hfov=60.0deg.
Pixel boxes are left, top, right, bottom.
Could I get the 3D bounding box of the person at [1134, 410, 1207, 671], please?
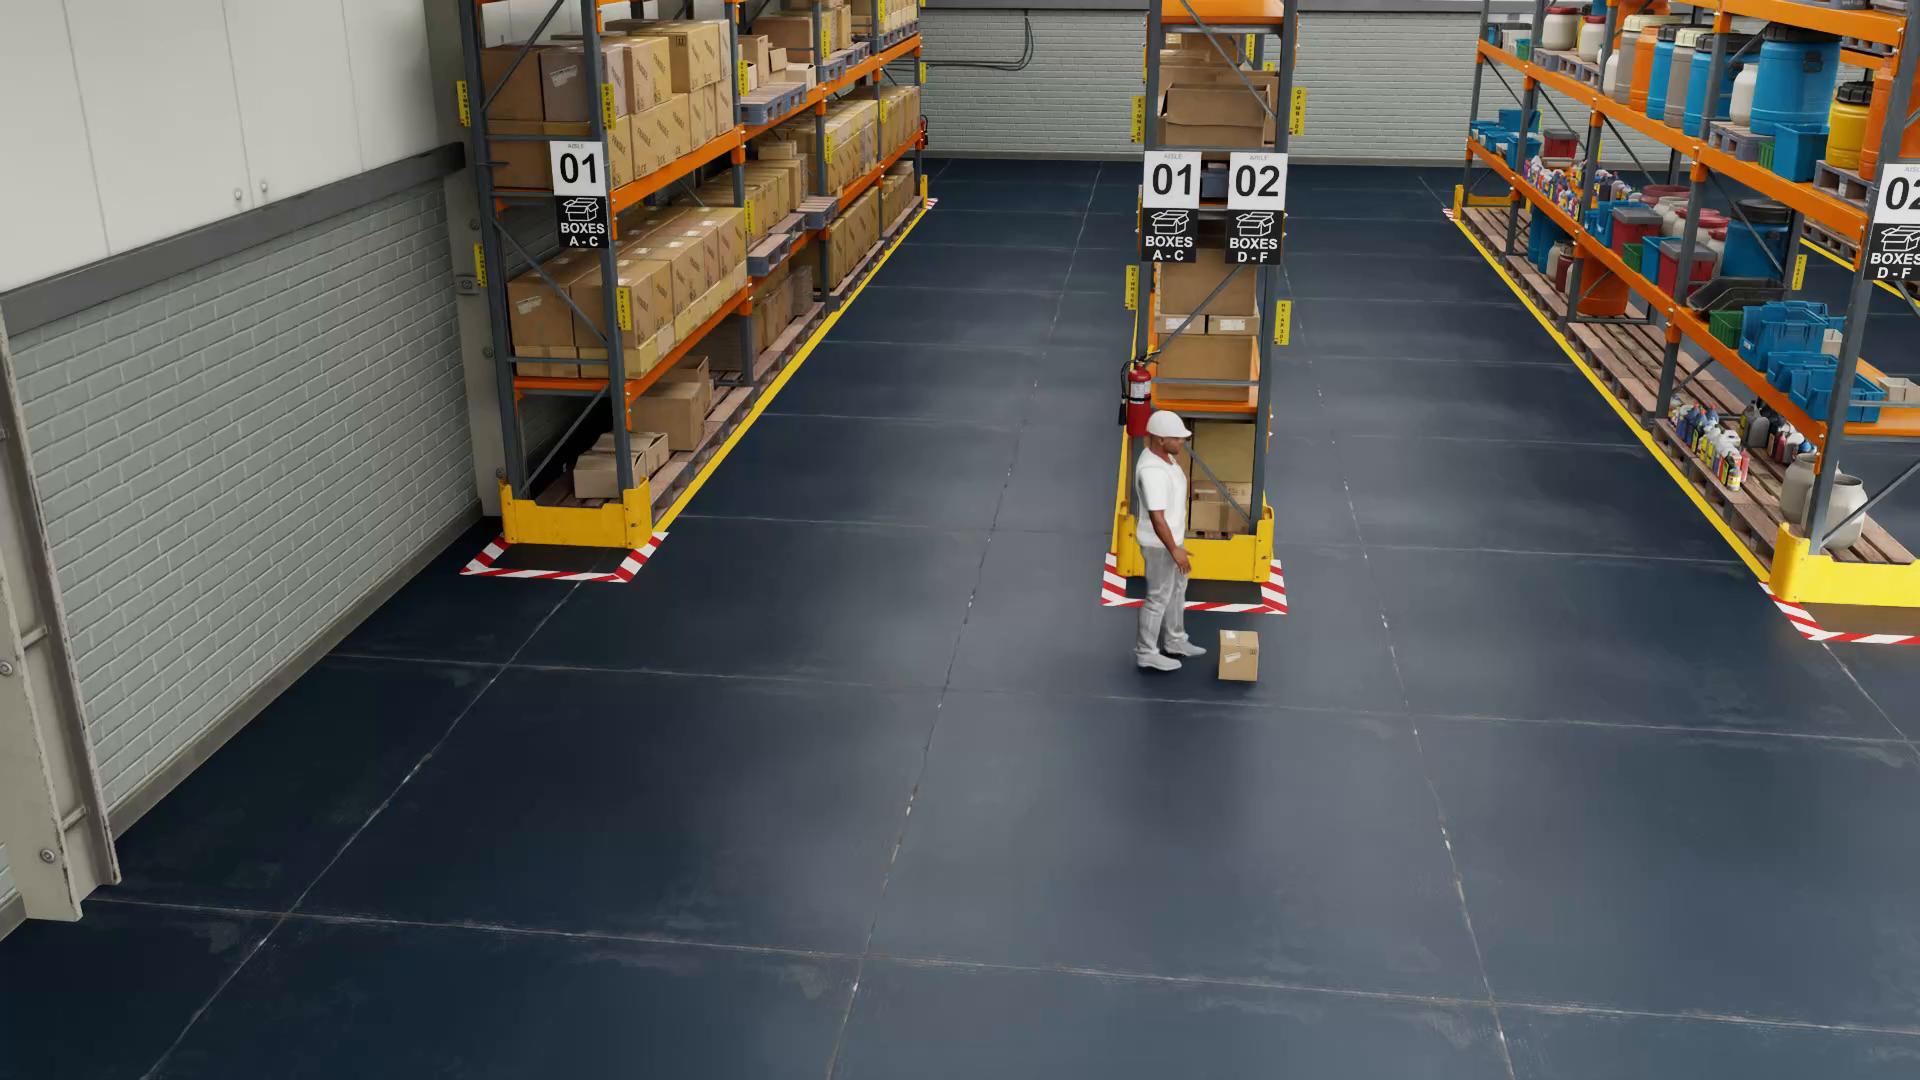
[{"bbox_3d":[1.401,0.019,10.983,0.519,1.802,0.612,4,21,11],"label":"person"}]
